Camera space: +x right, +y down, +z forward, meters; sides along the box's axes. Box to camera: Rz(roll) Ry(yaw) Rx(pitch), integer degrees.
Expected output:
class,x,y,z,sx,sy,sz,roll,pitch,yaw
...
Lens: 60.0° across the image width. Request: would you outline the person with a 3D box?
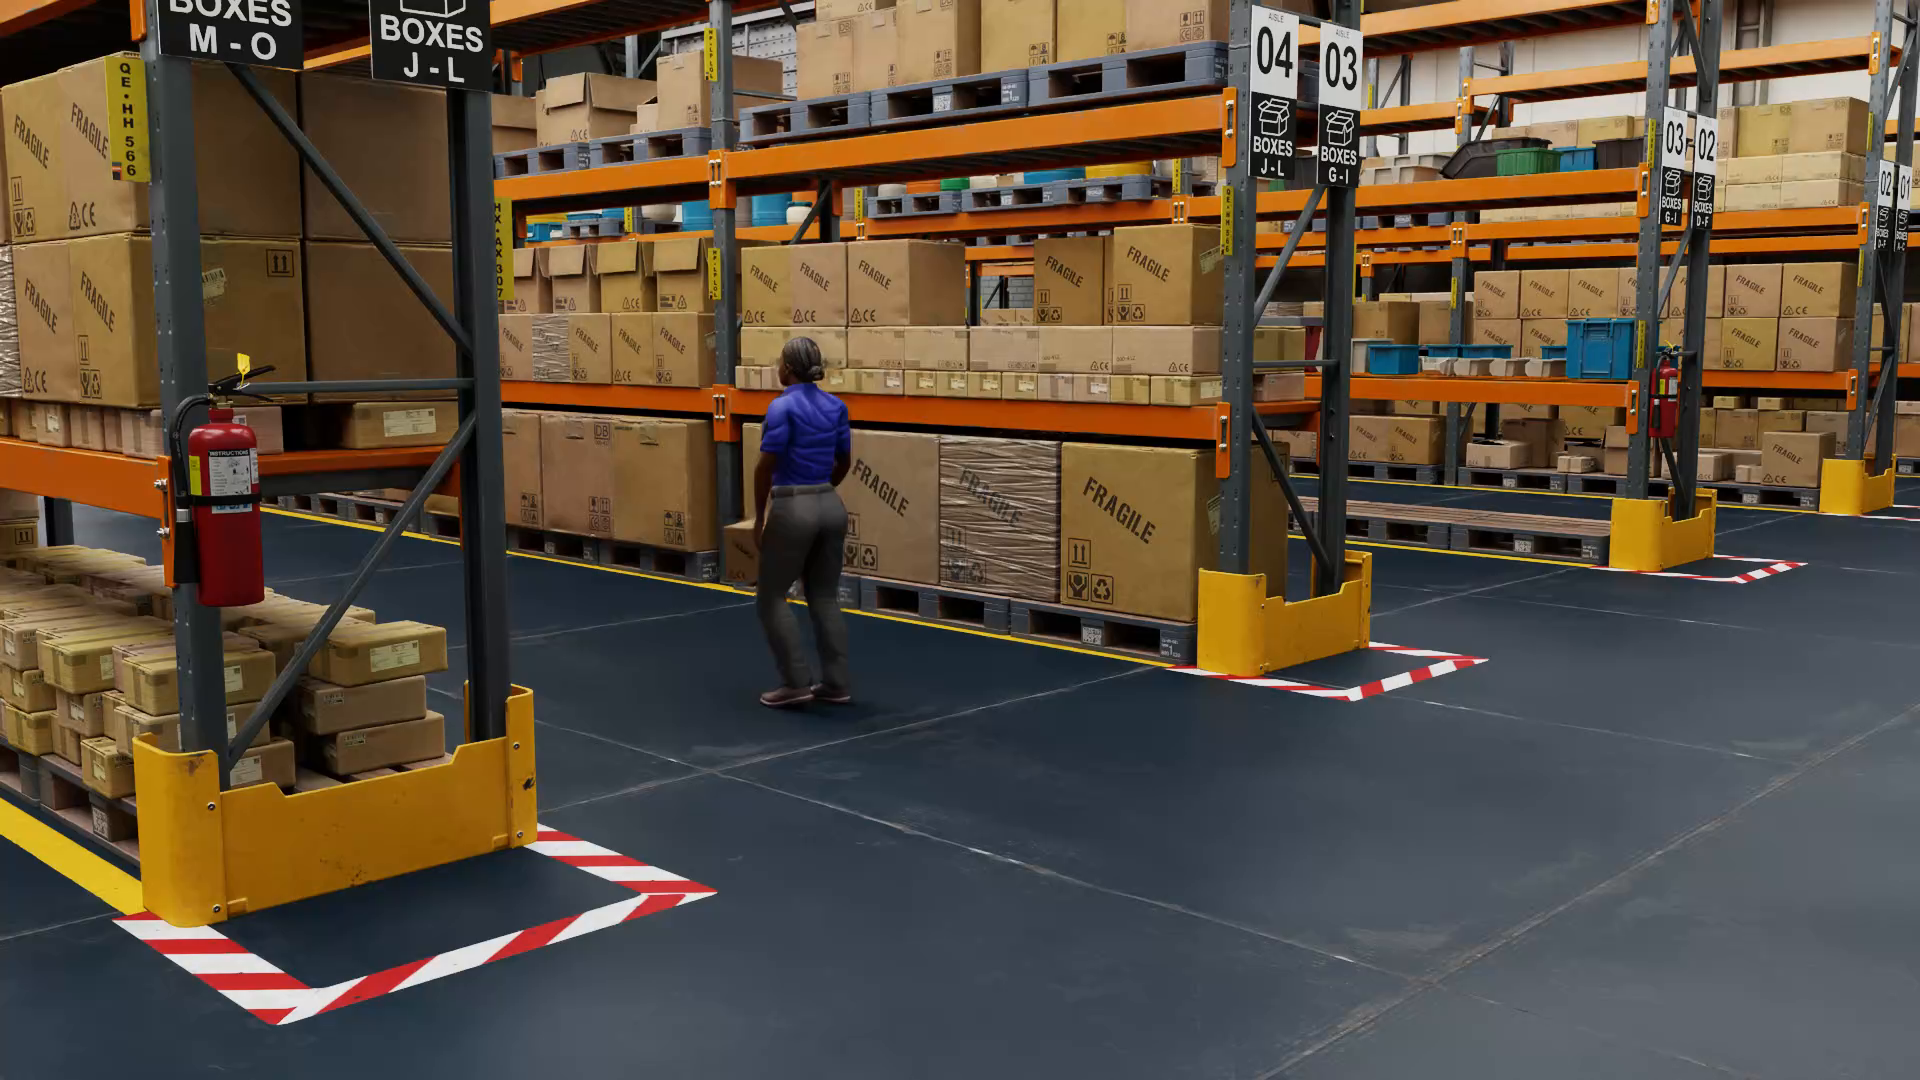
class,x,y,z,sx,sy,sz,roll,pitch,yaw
person,-0.736,-0.079,7.455,0.543,1.651,0.420,-7,10,-44
